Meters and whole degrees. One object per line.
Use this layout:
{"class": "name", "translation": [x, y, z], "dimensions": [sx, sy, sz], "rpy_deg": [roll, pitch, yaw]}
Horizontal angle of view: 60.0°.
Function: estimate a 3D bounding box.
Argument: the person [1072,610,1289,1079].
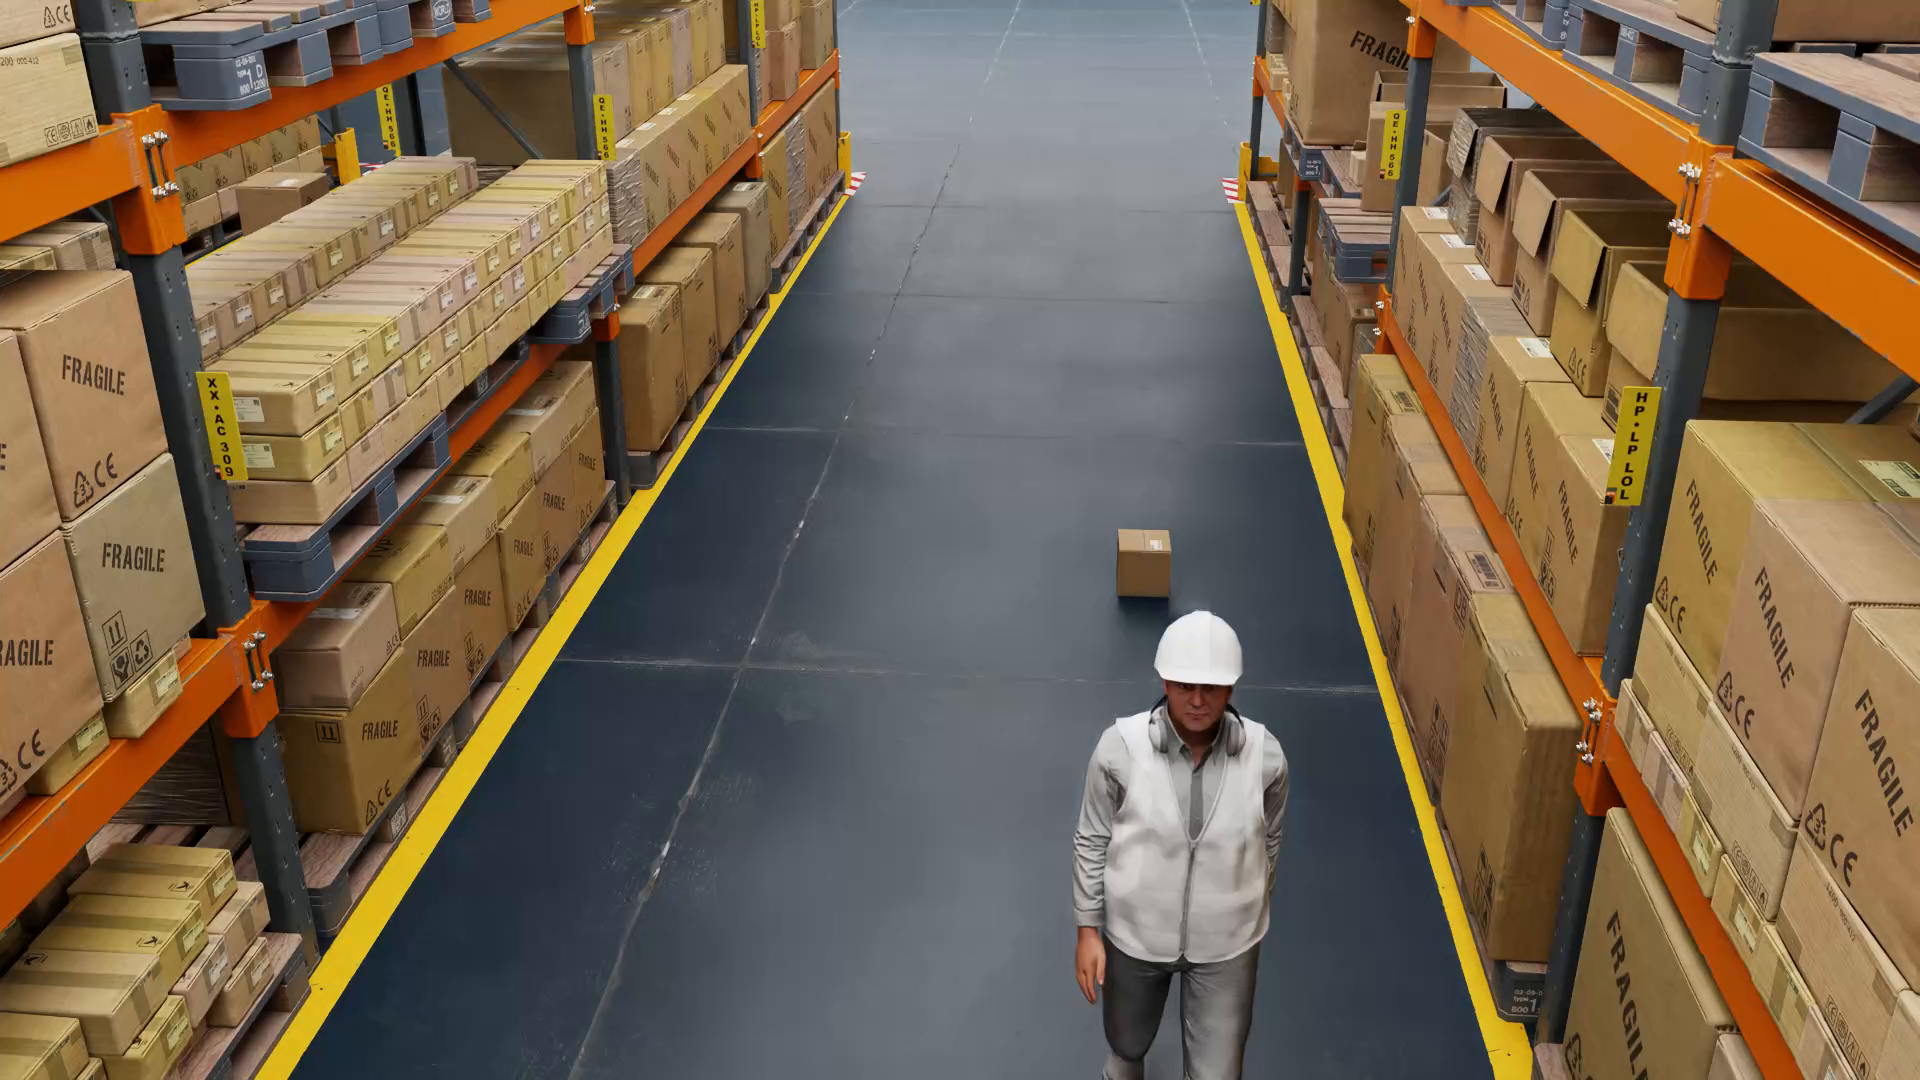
{"class": "person", "translation": [0.564, 0.997, 4.377], "dimensions": [0.545, 1.739, 0.942], "rpy_deg": [2, 24, 5]}
